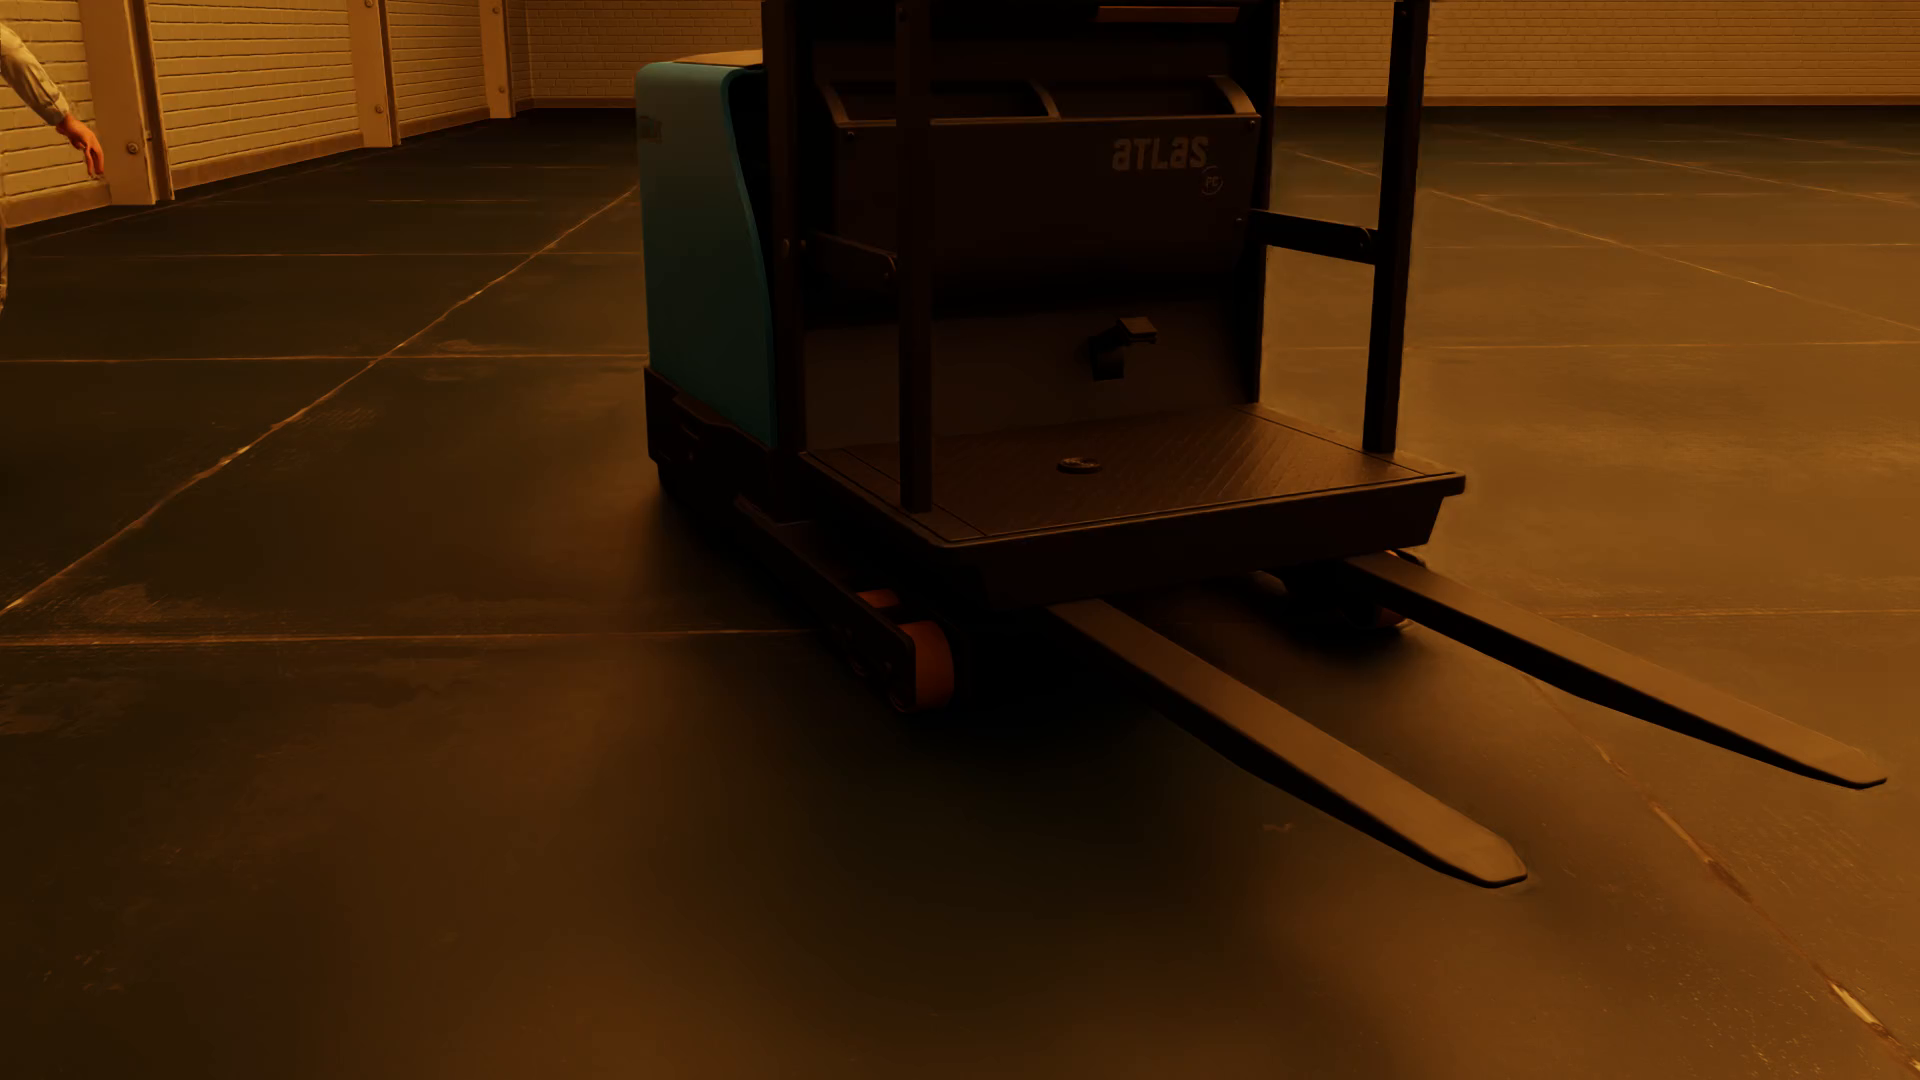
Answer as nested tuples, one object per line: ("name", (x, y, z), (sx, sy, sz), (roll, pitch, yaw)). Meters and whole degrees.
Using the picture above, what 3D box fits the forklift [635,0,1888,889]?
("forklift", (0.258, -1.240, 2.962), (1.130, 2.935, 3.031), (-8, 19, -24))

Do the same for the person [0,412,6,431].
("person", (-3.109, -1.112, 4.568), (0.726, 1.752, 0.513), (2, 17, 6))
